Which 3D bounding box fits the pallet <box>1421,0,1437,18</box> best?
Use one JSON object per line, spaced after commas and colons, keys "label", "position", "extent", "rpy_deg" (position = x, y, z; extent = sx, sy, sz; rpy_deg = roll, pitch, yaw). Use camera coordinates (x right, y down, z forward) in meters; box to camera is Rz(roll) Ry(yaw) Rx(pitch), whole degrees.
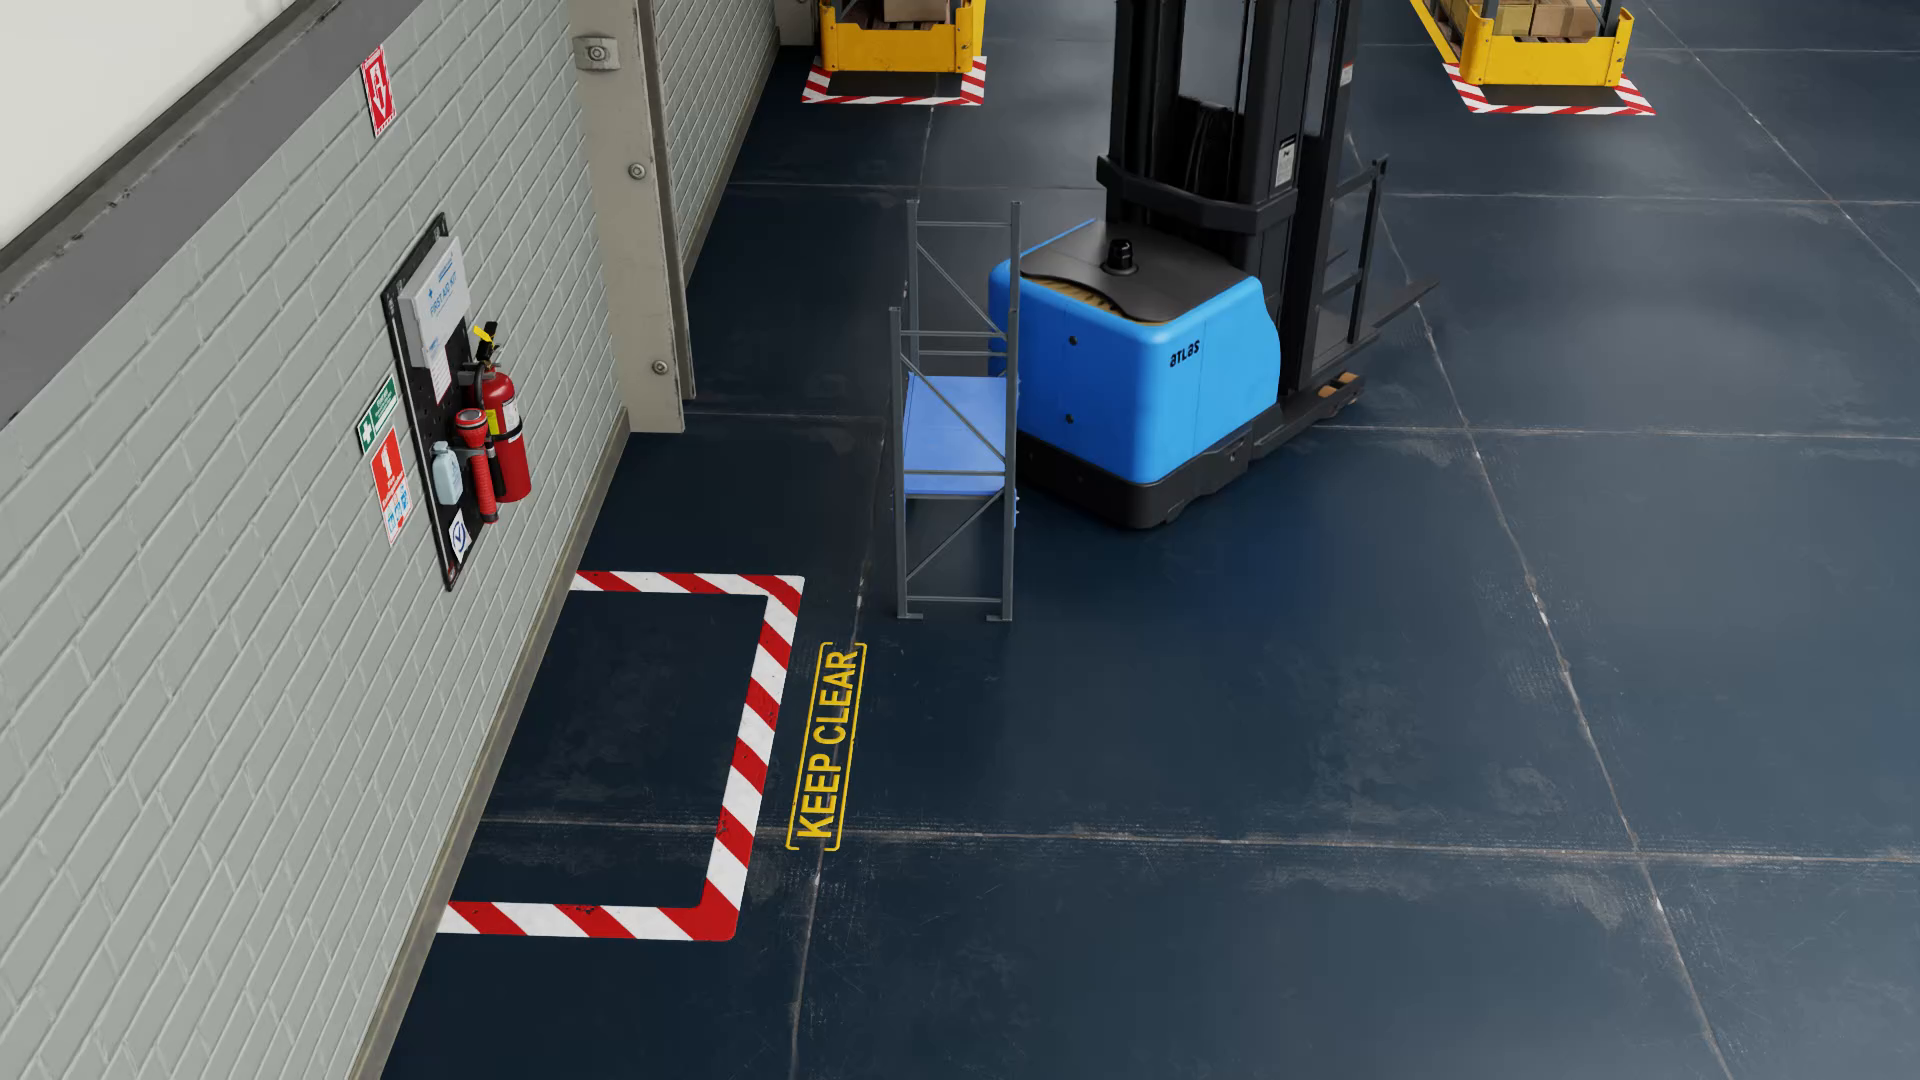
{"label": "pallet", "position": [4.500, -4.807, 14.405], "extent": [1.003, 0.211, 1.213], "rpy_deg": [1, 35, 2]}

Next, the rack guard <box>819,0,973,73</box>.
{"label": "rack guard", "position": [-0.488, -3.941, 12.923], "extent": [1.175, 0.500, 0.348], "rpy_deg": [1, 35, 2]}

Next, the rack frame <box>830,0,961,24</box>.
{"label": "rack frame", "position": [-0.491, -4.920, 12.142], "extent": [1.000, 3.000, 0.127], "rpy_deg": [1, 35, 2]}

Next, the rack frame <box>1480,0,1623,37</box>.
{"label": "rack frame", "position": [4.459, -4.808, 11.982], "extent": [1.000, 3.000, 0.127], "rpy_deg": [1, 35, 2]}

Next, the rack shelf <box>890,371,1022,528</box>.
{"label": "rack shelf", "position": [-0.003, -0.417, 7.352], "extent": [0.538, 0.185, 1.000], "rpy_deg": [1, 35, 2]}

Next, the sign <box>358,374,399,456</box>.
{"label": "sign", "position": [-1.821, -0.395, 5.211], "extent": [0.001, 0.109, 0.331], "rpy_deg": [1, 35, 2]}

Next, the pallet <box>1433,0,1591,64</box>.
{"label": "pallet", "position": [4.448, -4.107, 13.411], "extent": [1.003, 0.211, 1.213], "rpy_deg": [1, 35, 2]}

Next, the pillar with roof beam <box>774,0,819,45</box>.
{"label": "pillar with roof beam", "position": [2.975, -7.697, 10.876], "extent": [9.100, 9.000, 0.400], "rpy_deg": [1, 35, 2]}

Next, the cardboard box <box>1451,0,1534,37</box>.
{"label": "cardboard box", "position": [4.186, -4.170, 13.100], "extent": [0.500, 0.250, 0.500], "rpy_deg": [1, 35, 2]}

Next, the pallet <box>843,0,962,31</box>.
{"label": "pallet", "position": [-0.420, -4.289, 13.669], "extent": [1.003, 0.211, 1.213], "rpy_deg": [1, 35, 2]}

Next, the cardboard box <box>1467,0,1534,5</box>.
{"label": "cardboard box", "position": [4.183, -4.477, 12.885], "extent": [0.500, 0.500, 0.500], "rpy_deg": [1, 35, 2]}

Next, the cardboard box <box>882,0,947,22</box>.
{"label": "cardboard box", "position": [-0.373, -4.396, 13.351], "extent": [0.500, 0.311, 0.500], "rpy_deg": [-2, 35, -3]}

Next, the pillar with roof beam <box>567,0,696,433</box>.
{"label": "pillar with roof beam", "position": [2.734, -4.250, 5.971], "extent": [9.100, 9.000, 0.400], "rpy_deg": [1, 35, 2]}

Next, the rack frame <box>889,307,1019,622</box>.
{"label": "rack frame", "position": [-0.024, -0.273, 6.833], "extent": [0.500, 1.500, 0.032], "rpy_deg": [1, 35, 2]}

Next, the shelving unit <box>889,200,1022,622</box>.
{"label": "shelving unit", "position": [-0.003, -0.565, 7.249], "extent": [0.538, 1.500, 1.048], "rpy_deg": [1, 35, 2]}

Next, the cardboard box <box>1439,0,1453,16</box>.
{"label": "cardboard box", "position": [4.194, -4.457, 13.510], "extent": [0.500, 0.250, 0.500], "rpy_deg": [1, 35, 2]}

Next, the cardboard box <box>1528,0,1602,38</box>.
{"label": "cardboard box", "position": [4.703, -4.158, 13.083], "extent": [0.500, 0.250, 0.500], "rpy_deg": [1, 35, 2]}

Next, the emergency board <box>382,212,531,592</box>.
{"label": "emergency board", "position": [-1.705, -0.476, 5.819], "extent": [0.194, 1.169, 0.643], "rpy_deg": [1, 35, 2]}

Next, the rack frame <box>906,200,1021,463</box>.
{"label": "rack frame", "position": [0.017, -0.857, 7.665], "extent": [0.500, 1.500, 0.032], "rpy_deg": [1, 35, 2]}

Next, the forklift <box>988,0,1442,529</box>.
{"label": "forklift", "position": [1.486, -2.011, 8.062], "extent": [1.130, 2.935, 3.031], "rpy_deg": [28, 44, 34]}

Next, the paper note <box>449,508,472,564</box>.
{"label": "paper note", "position": [-1.781, -0.016, 5.930], "extent": [0.016, 0.148, 0.142], "rpy_deg": [1, 35, 2]}

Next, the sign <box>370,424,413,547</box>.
{"label": "sign", "position": [-1.830, -0.176, 5.360], "extent": [0.001, 0.329, 0.234], "rpy_deg": [1, 35, 2]}

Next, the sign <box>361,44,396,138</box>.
{"label": "sign", "position": [-1.805, -1.422, 5.149], "extent": [0.001, 0.298, 0.199], "rpy_deg": [1, 35, 2]}

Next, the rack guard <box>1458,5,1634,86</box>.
{"label": "rack guard", "position": [4.458, -3.771, 12.682], "extent": [1.175, 0.500, 0.348], "rpy_deg": [1, 35, 2]}
